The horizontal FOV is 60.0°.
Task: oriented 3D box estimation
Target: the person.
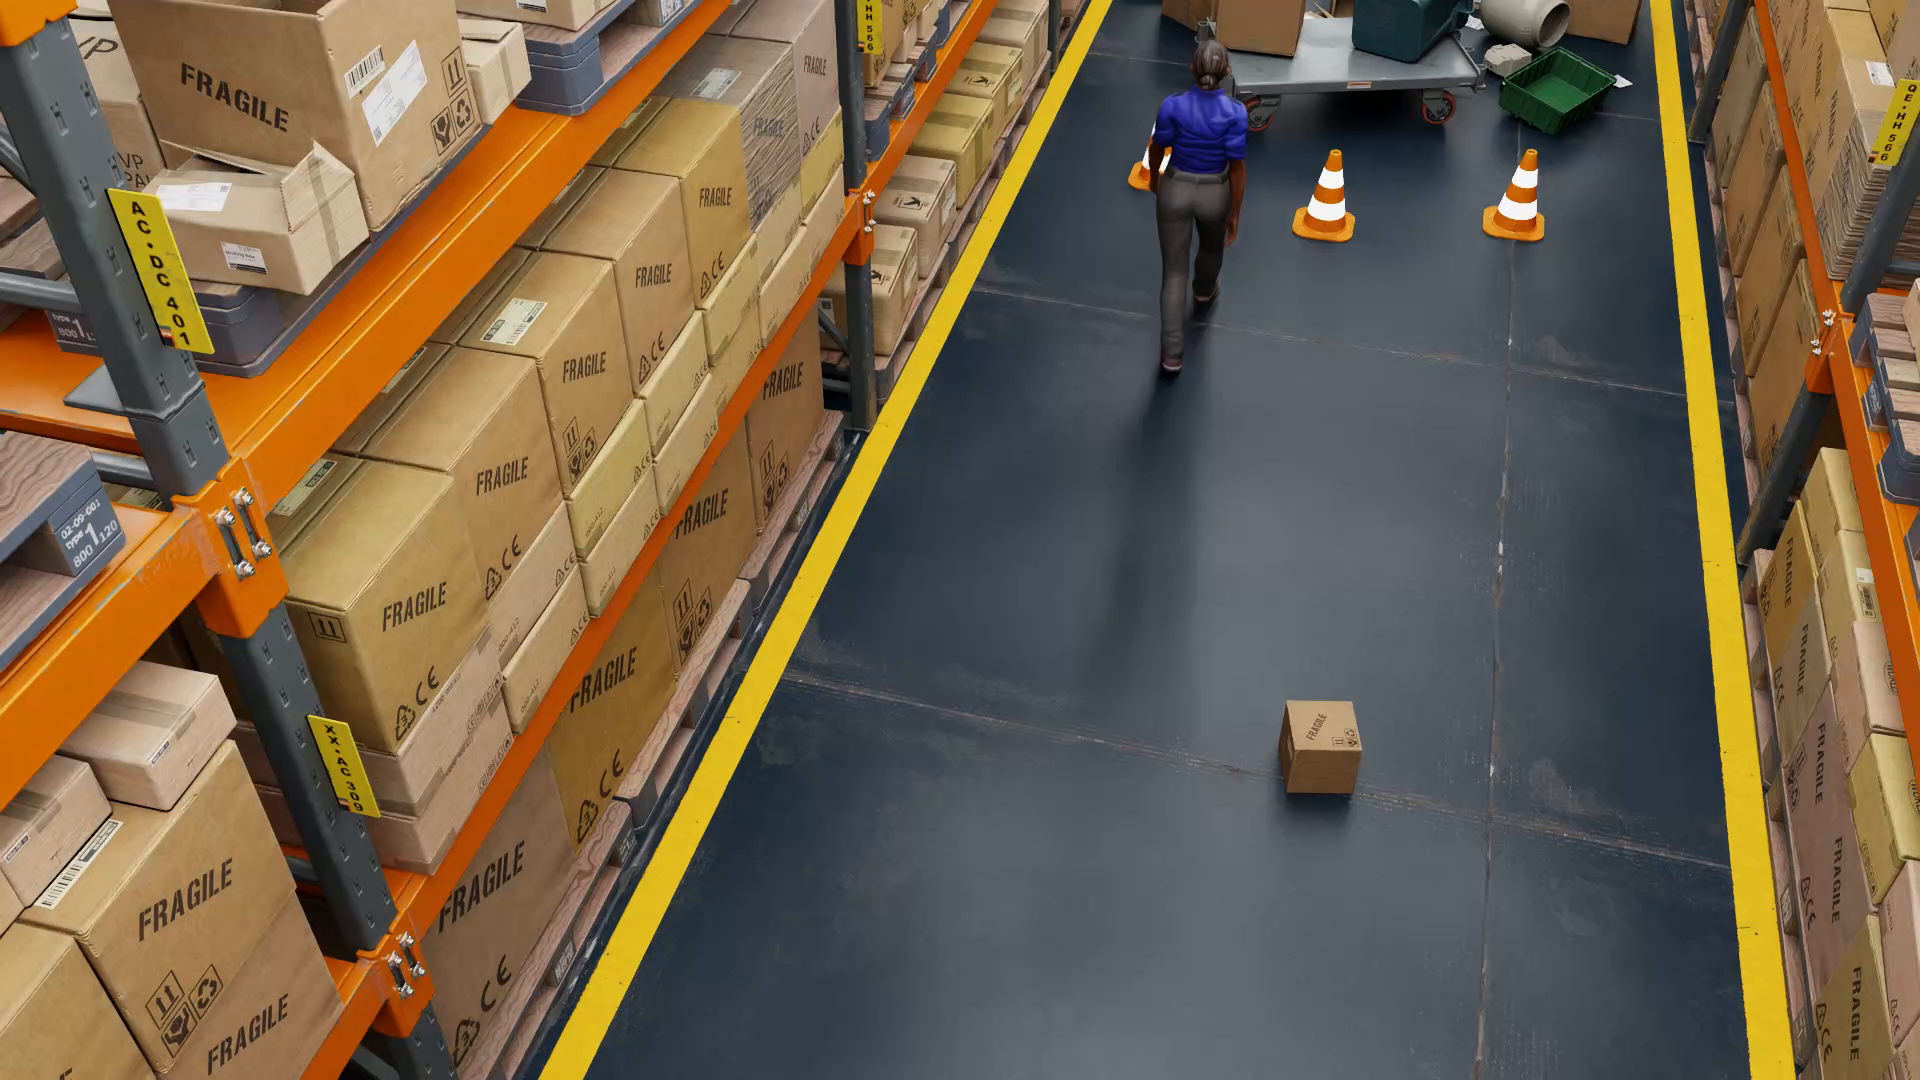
[{"bbox_3d":[1.138,-1.723,8.107,0.468,1.604,0.956,5,41,5],"label":"person"}]
